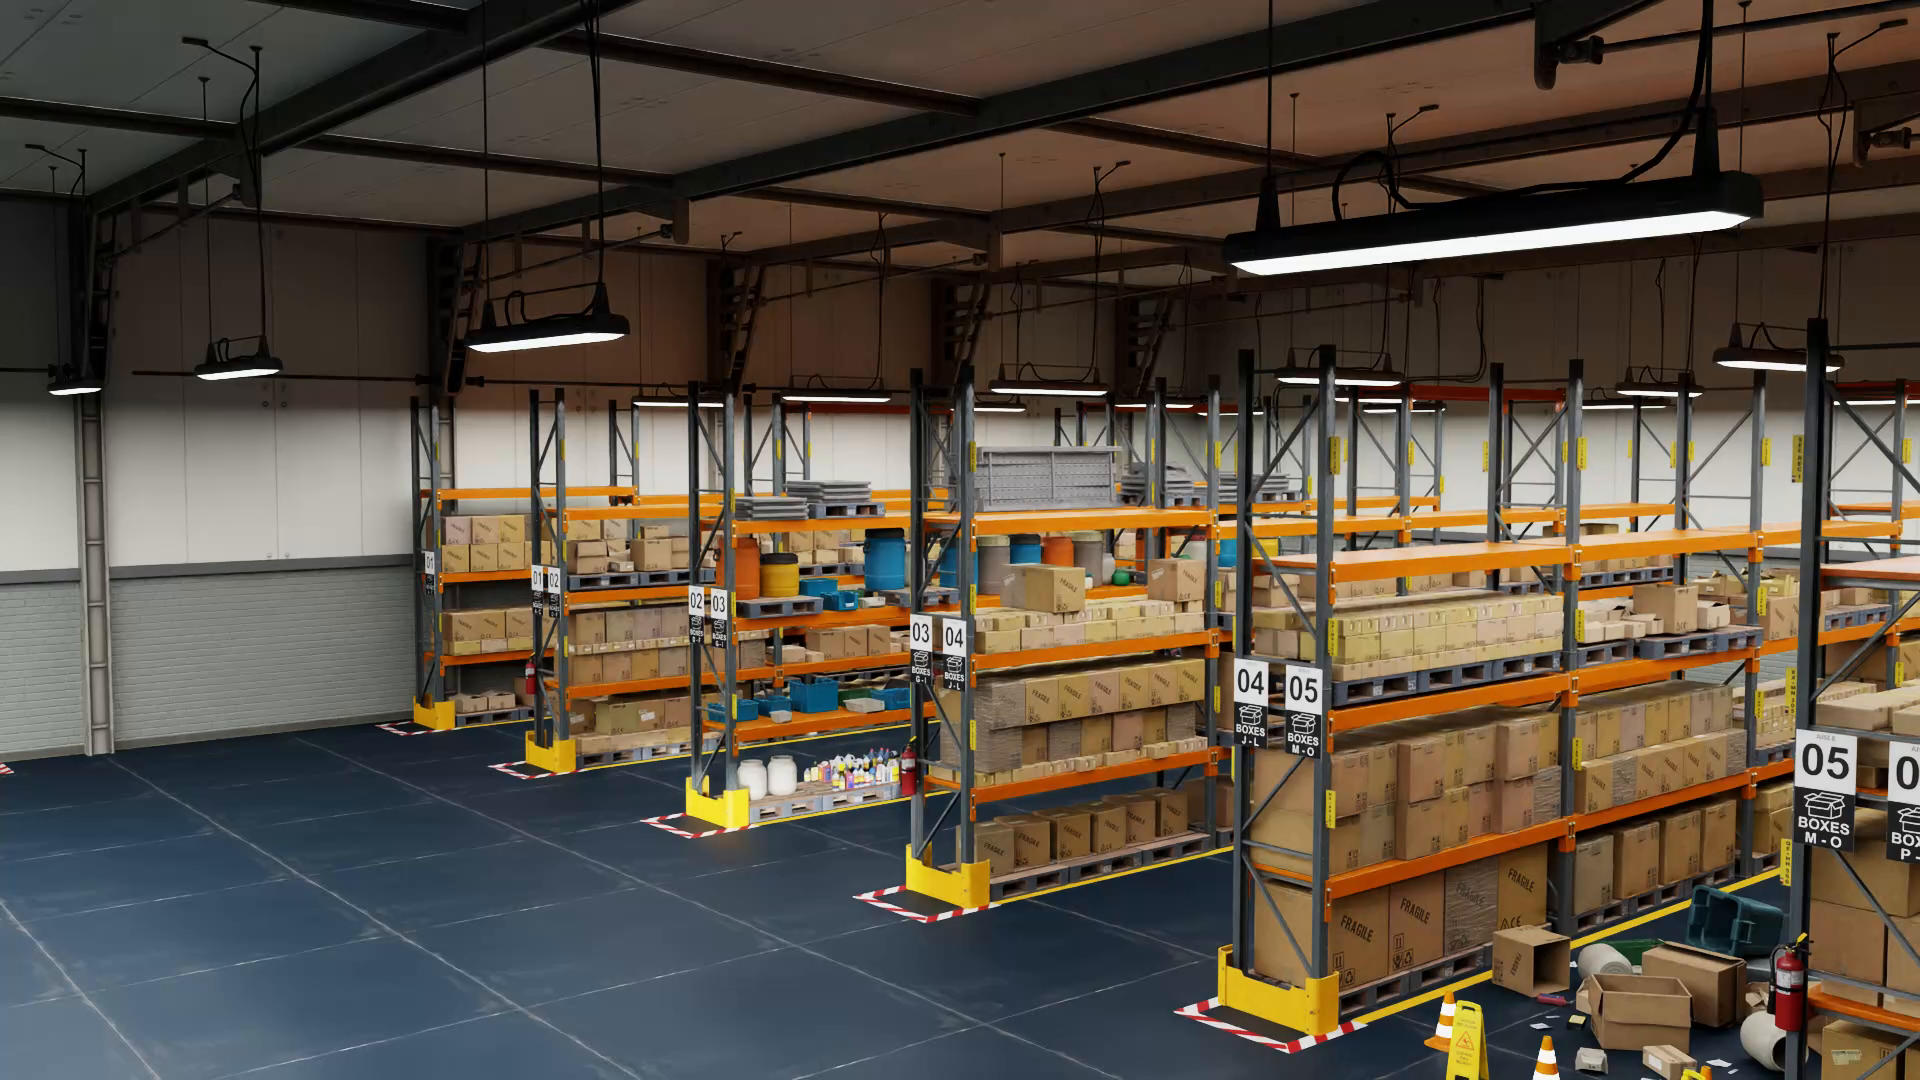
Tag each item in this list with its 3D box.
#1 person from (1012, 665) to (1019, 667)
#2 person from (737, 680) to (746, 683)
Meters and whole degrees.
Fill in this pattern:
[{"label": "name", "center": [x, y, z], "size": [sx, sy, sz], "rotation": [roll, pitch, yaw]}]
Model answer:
[{"label": "person", "center": [0.792, 2.726, 27.139], "size": [0.992, 1.624, 0.505], "rotation": [0, 3, -2]}, {"label": "person", "center": [-4.378, 2.337, 32.842], "size": [0.491, 1.762, 0.588], "rotation": [-1, 4, -23]}]
